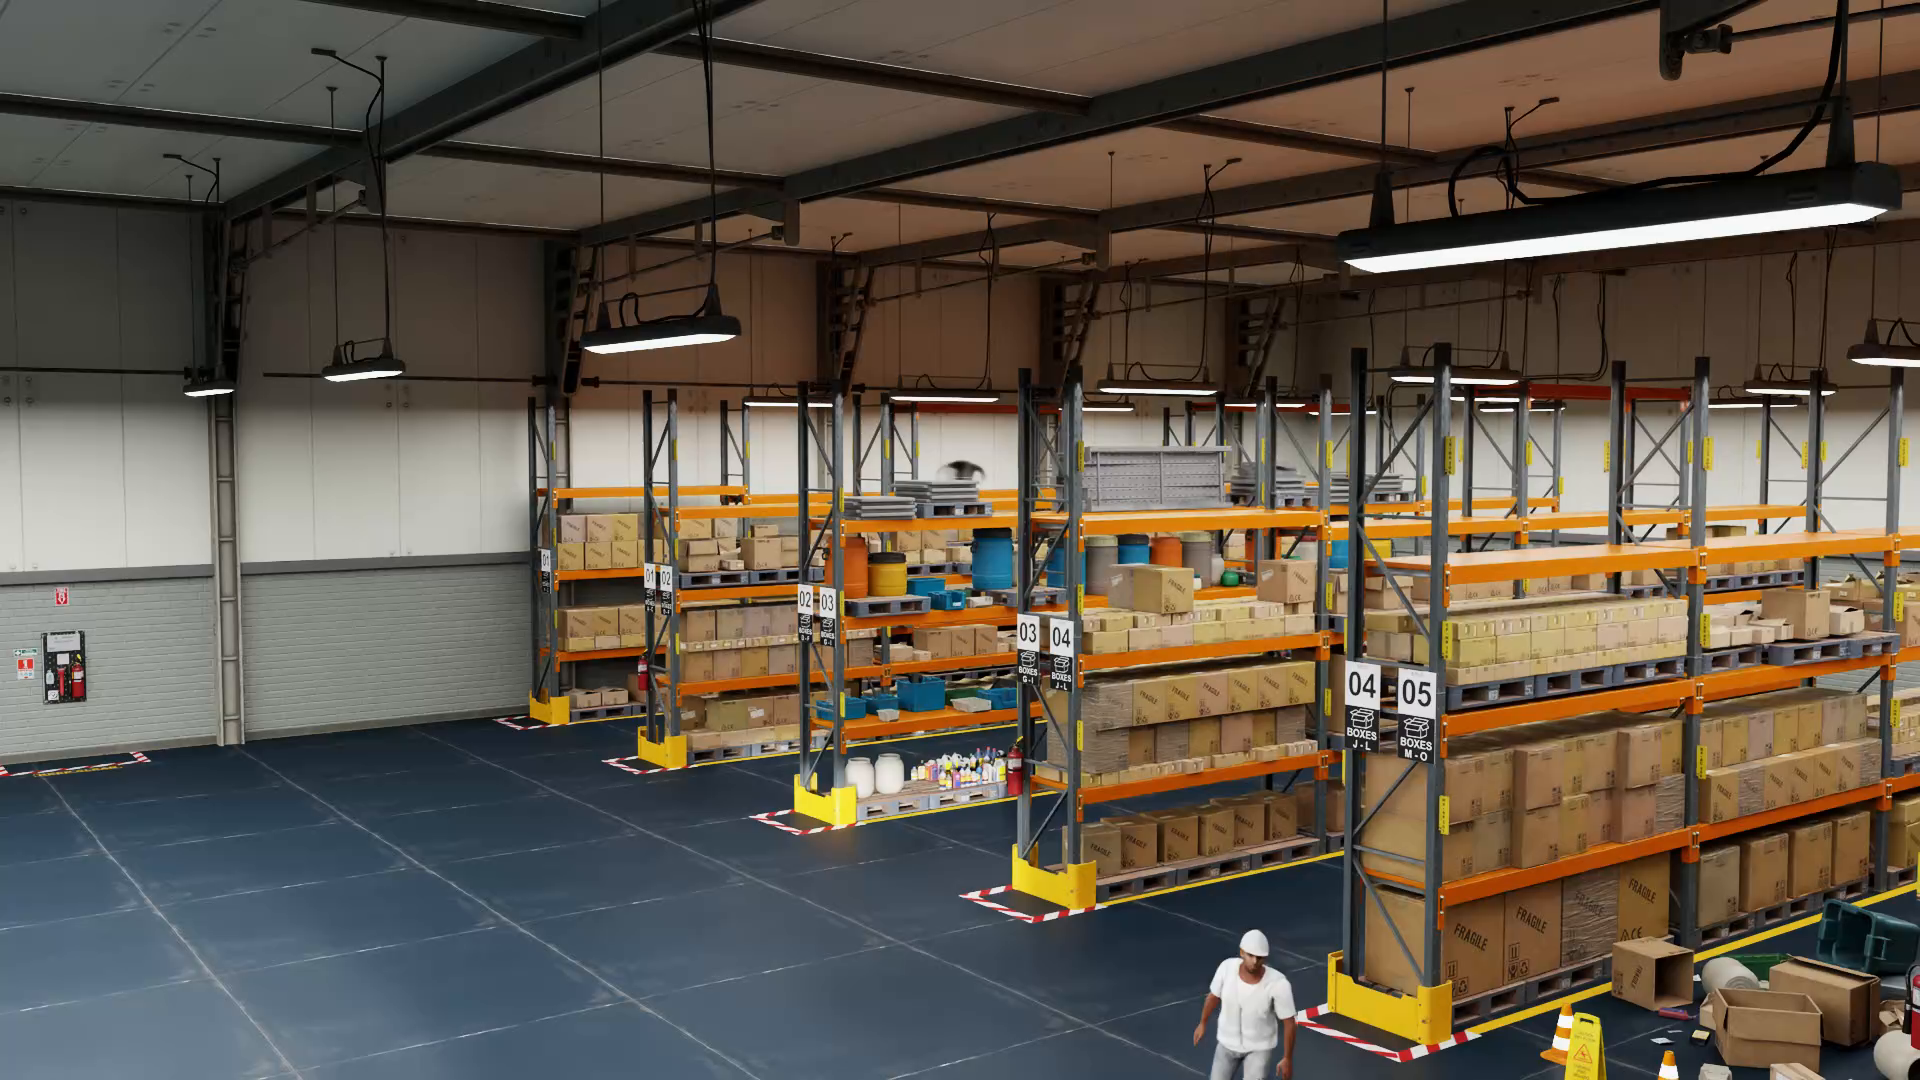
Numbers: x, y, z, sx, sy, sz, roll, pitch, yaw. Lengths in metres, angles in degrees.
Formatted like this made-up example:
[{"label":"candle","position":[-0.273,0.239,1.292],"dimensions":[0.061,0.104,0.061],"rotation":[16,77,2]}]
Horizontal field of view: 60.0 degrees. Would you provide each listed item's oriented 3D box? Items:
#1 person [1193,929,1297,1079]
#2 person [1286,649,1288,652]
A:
[{"label":"person","position":[2.059,3.602,11.987],"dimensions":[0.780,1.710,0.688],"rotation":[1,4,23]},{"label":"person","position":[7.792,2.094,38.457],"dimensions":[0.656,1.603,1.073],"rotation":[-1,4,-18]}]
